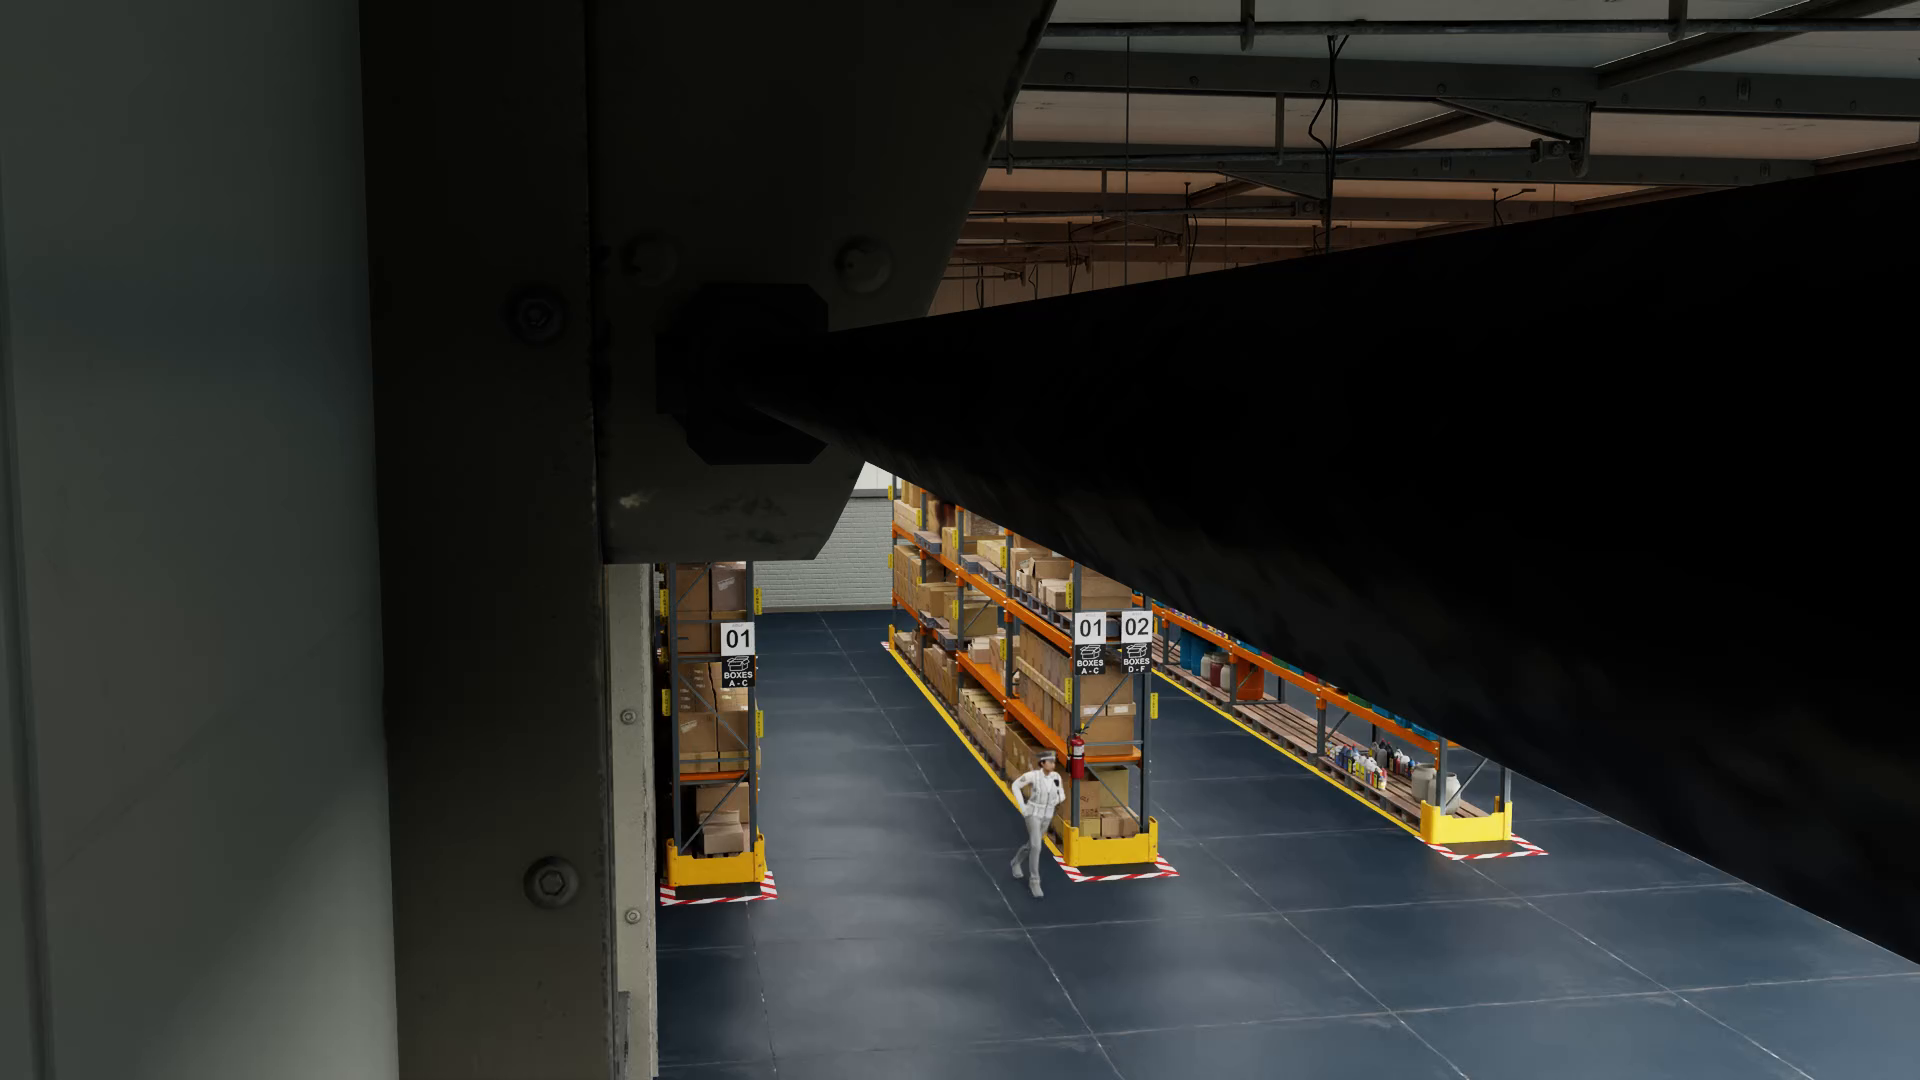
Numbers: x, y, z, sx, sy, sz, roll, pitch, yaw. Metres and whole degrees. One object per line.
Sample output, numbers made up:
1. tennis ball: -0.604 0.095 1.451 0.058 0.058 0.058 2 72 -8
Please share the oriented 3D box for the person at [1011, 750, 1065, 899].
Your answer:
1. person: 0.976 3.346 20.029 0.634 1.683 0.869 -3 7 -29
